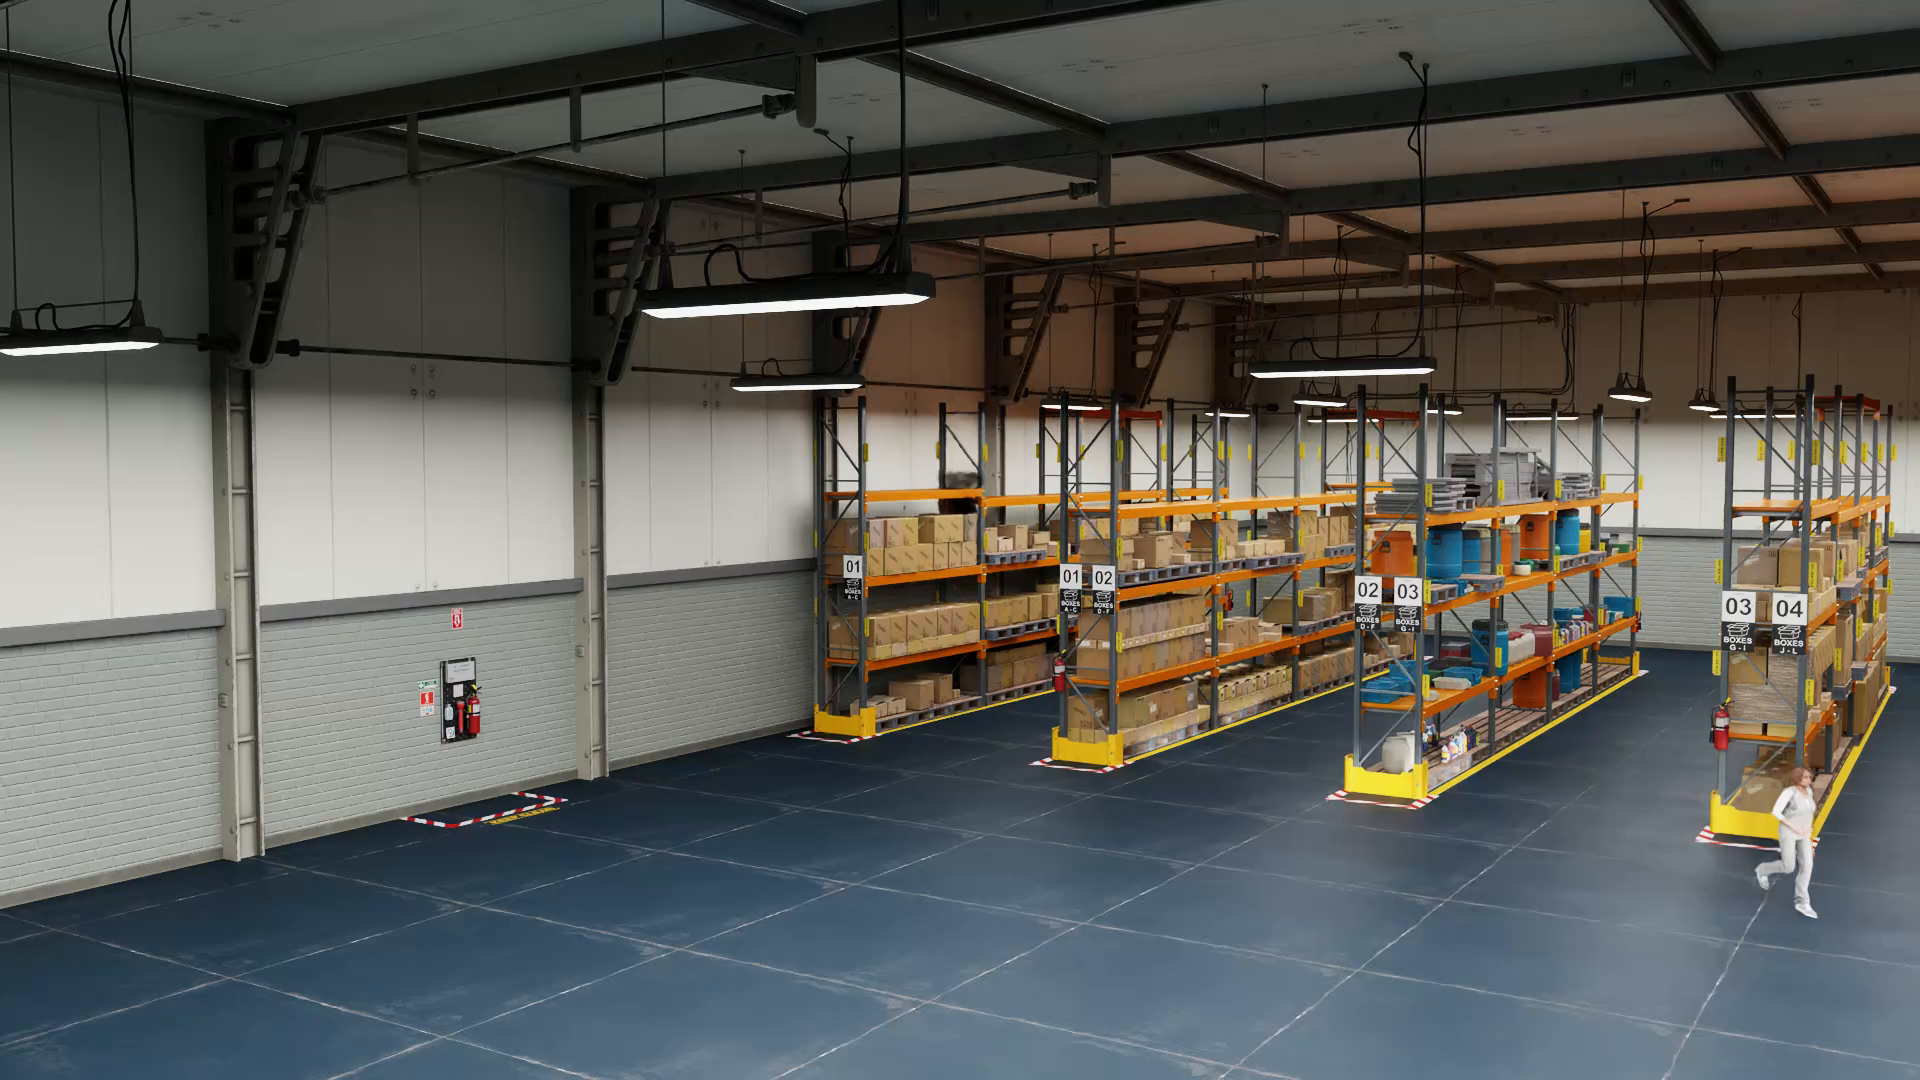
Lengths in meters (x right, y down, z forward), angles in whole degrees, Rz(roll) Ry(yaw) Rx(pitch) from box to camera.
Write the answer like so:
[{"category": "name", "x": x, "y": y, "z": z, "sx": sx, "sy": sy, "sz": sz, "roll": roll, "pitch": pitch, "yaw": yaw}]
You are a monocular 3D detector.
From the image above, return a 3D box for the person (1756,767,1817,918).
[{"category": "person", "x": 9.134, "y": 3.263, "z": 18.282, "sx": 0.566, "sy": 1.587, "sz": 0.834, "roll": -1, "pitch": 3, "yaw": -22}]
